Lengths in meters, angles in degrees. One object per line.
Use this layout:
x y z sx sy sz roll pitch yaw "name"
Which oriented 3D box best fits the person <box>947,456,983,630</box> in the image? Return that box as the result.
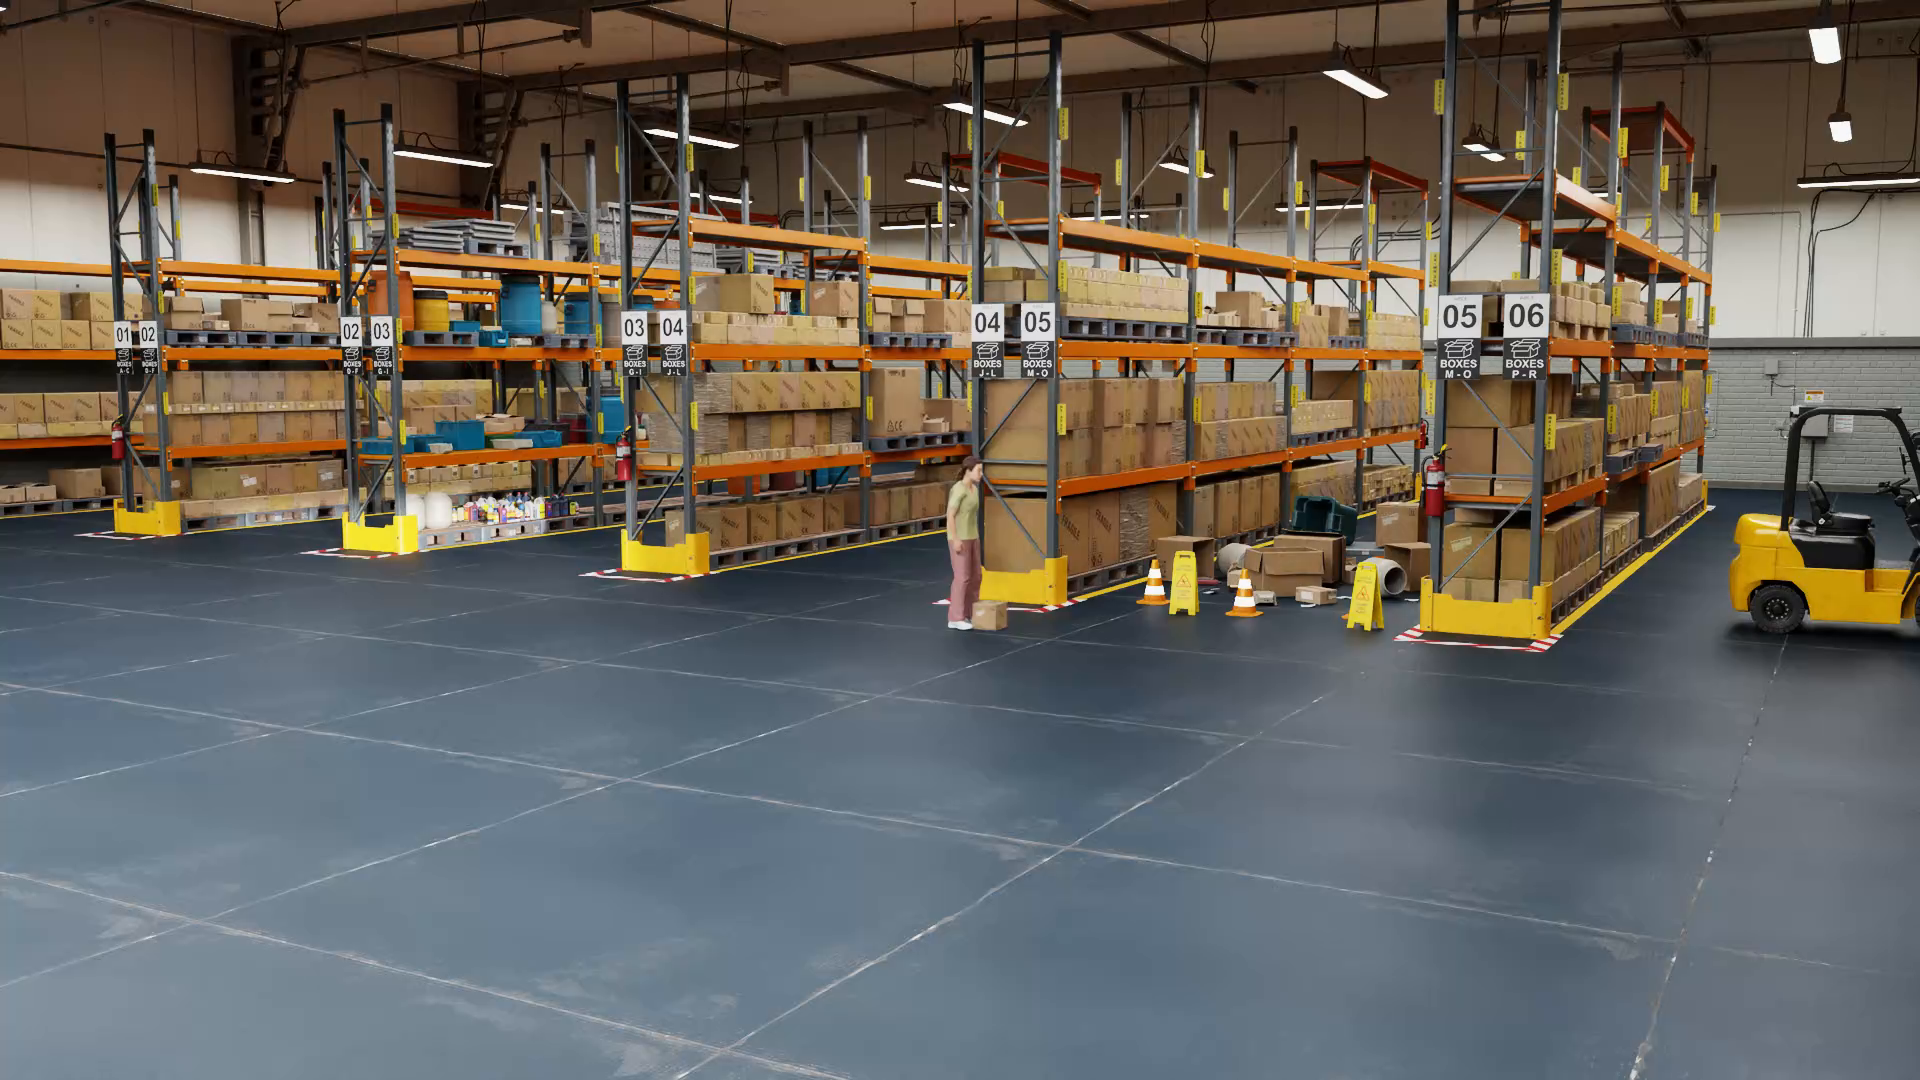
0.067 0.015 16.198 0.364 1.672 0.499 3 7 26 "person"
